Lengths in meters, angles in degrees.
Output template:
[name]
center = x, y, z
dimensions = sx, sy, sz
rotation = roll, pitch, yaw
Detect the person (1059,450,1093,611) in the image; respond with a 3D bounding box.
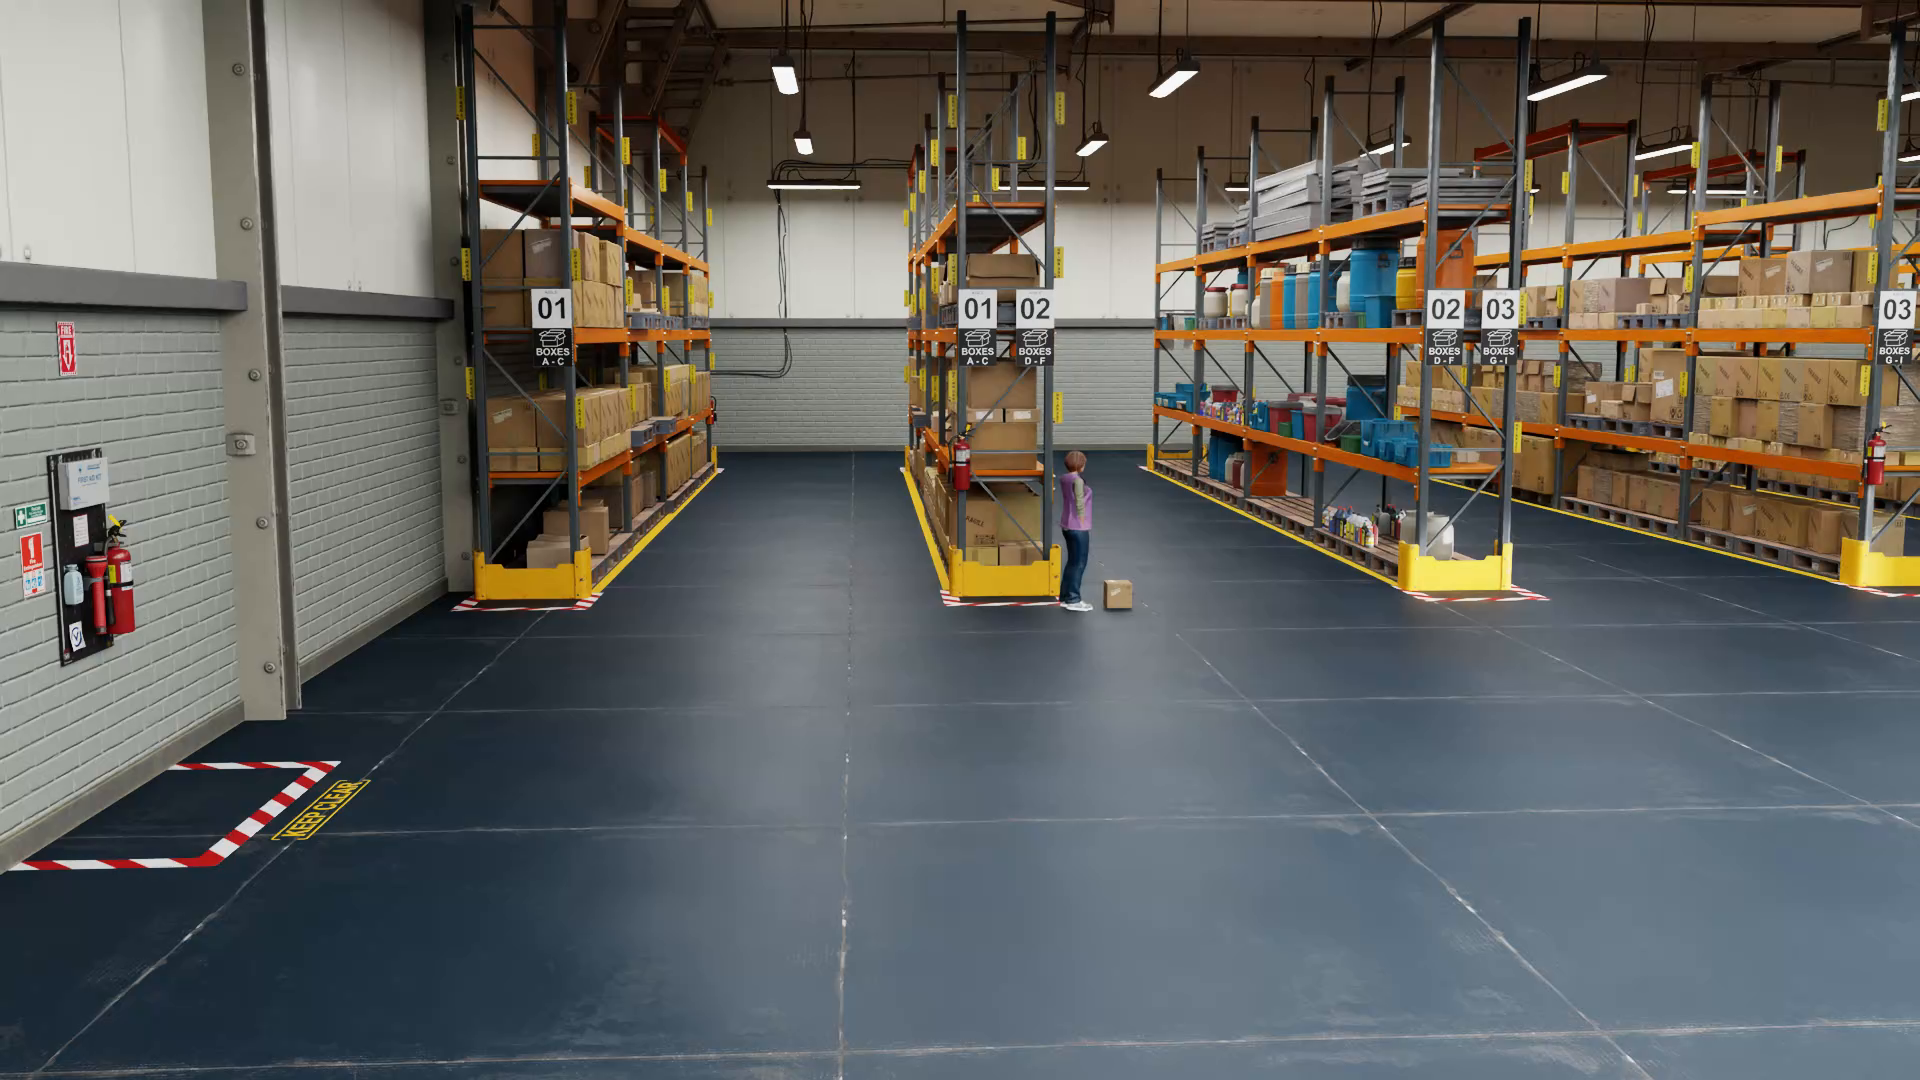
[person]
center = 1.150, -0.099, 16.623
dimensions = 0.309, 1.596, 0.407
rotation = -2, 7, -19
